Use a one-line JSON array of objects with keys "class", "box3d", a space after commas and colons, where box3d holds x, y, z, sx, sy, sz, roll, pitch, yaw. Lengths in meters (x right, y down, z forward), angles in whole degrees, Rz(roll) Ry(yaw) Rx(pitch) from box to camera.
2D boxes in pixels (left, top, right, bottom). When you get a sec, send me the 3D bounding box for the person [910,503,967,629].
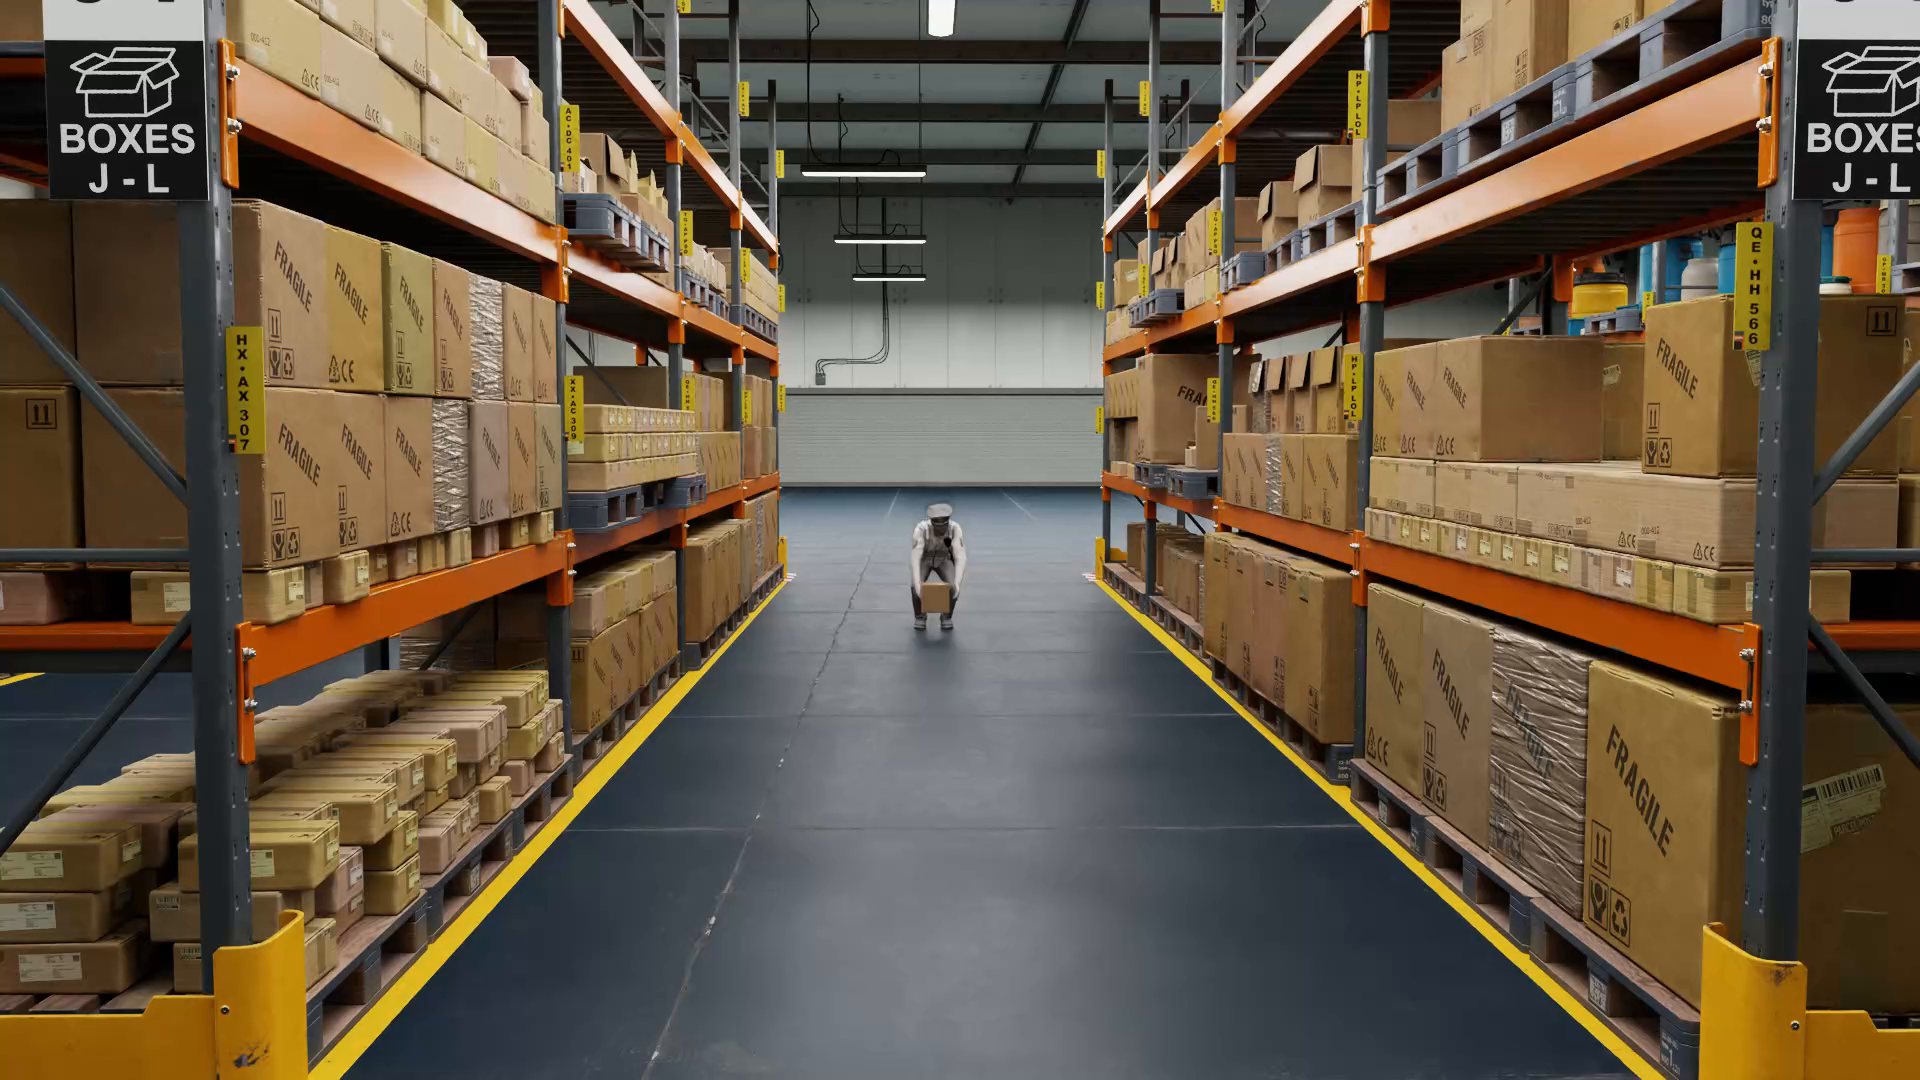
[{"class": "person", "box3d": [-0.200, 0.237, 15.238, 0.520, 1.163, 0.796, 0, 4, -1]}]
